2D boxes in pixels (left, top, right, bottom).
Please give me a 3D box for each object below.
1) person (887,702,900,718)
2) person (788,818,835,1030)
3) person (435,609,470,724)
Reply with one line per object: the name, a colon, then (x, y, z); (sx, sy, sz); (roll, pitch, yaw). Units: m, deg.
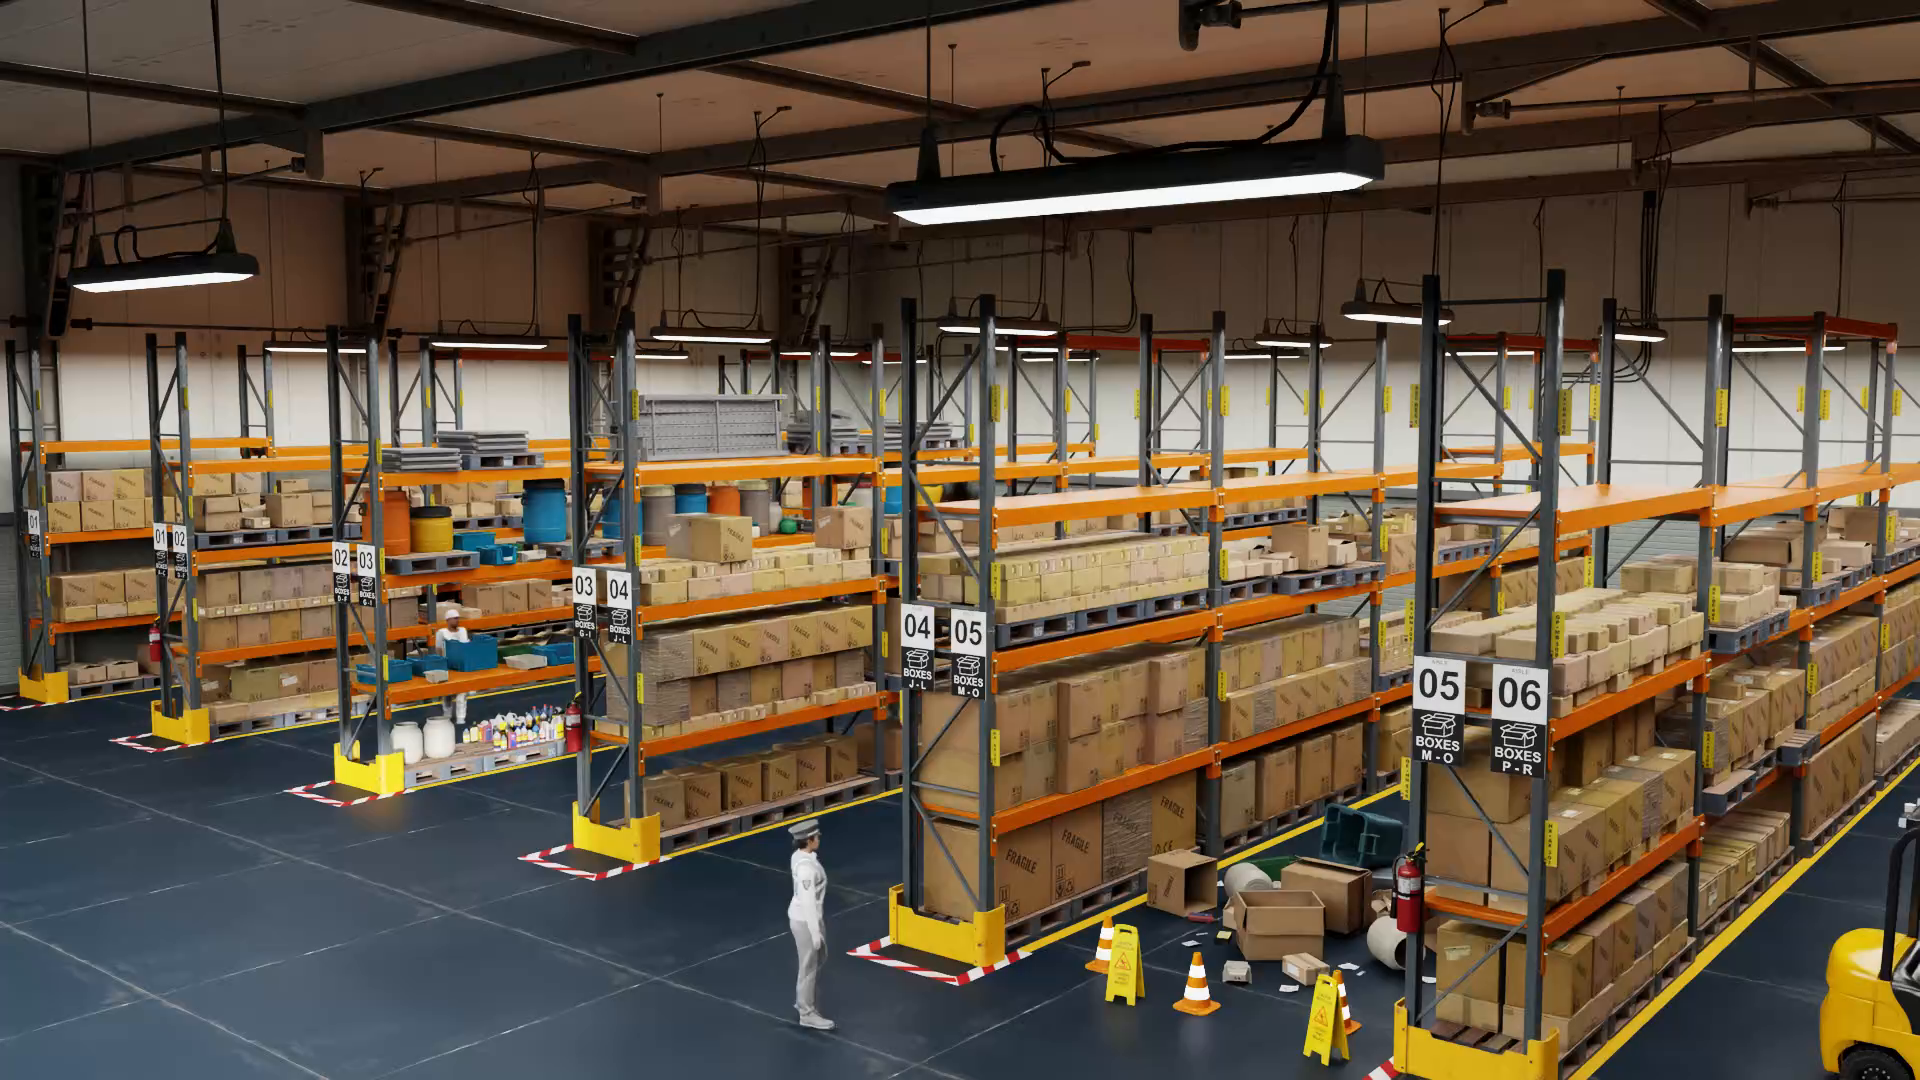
person: (-0.873, 1.951, 24.568); (0.515, 1.656, 0.517); (0, 5, 4)
person: (-1.213, 3.142, 13.546); (0.376, 1.747, 0.546); (0, 5, -3)
person: (-7.860, 1.961, 25.919); (0.605, 1.775, 0.618); (-2, 6, -26)
